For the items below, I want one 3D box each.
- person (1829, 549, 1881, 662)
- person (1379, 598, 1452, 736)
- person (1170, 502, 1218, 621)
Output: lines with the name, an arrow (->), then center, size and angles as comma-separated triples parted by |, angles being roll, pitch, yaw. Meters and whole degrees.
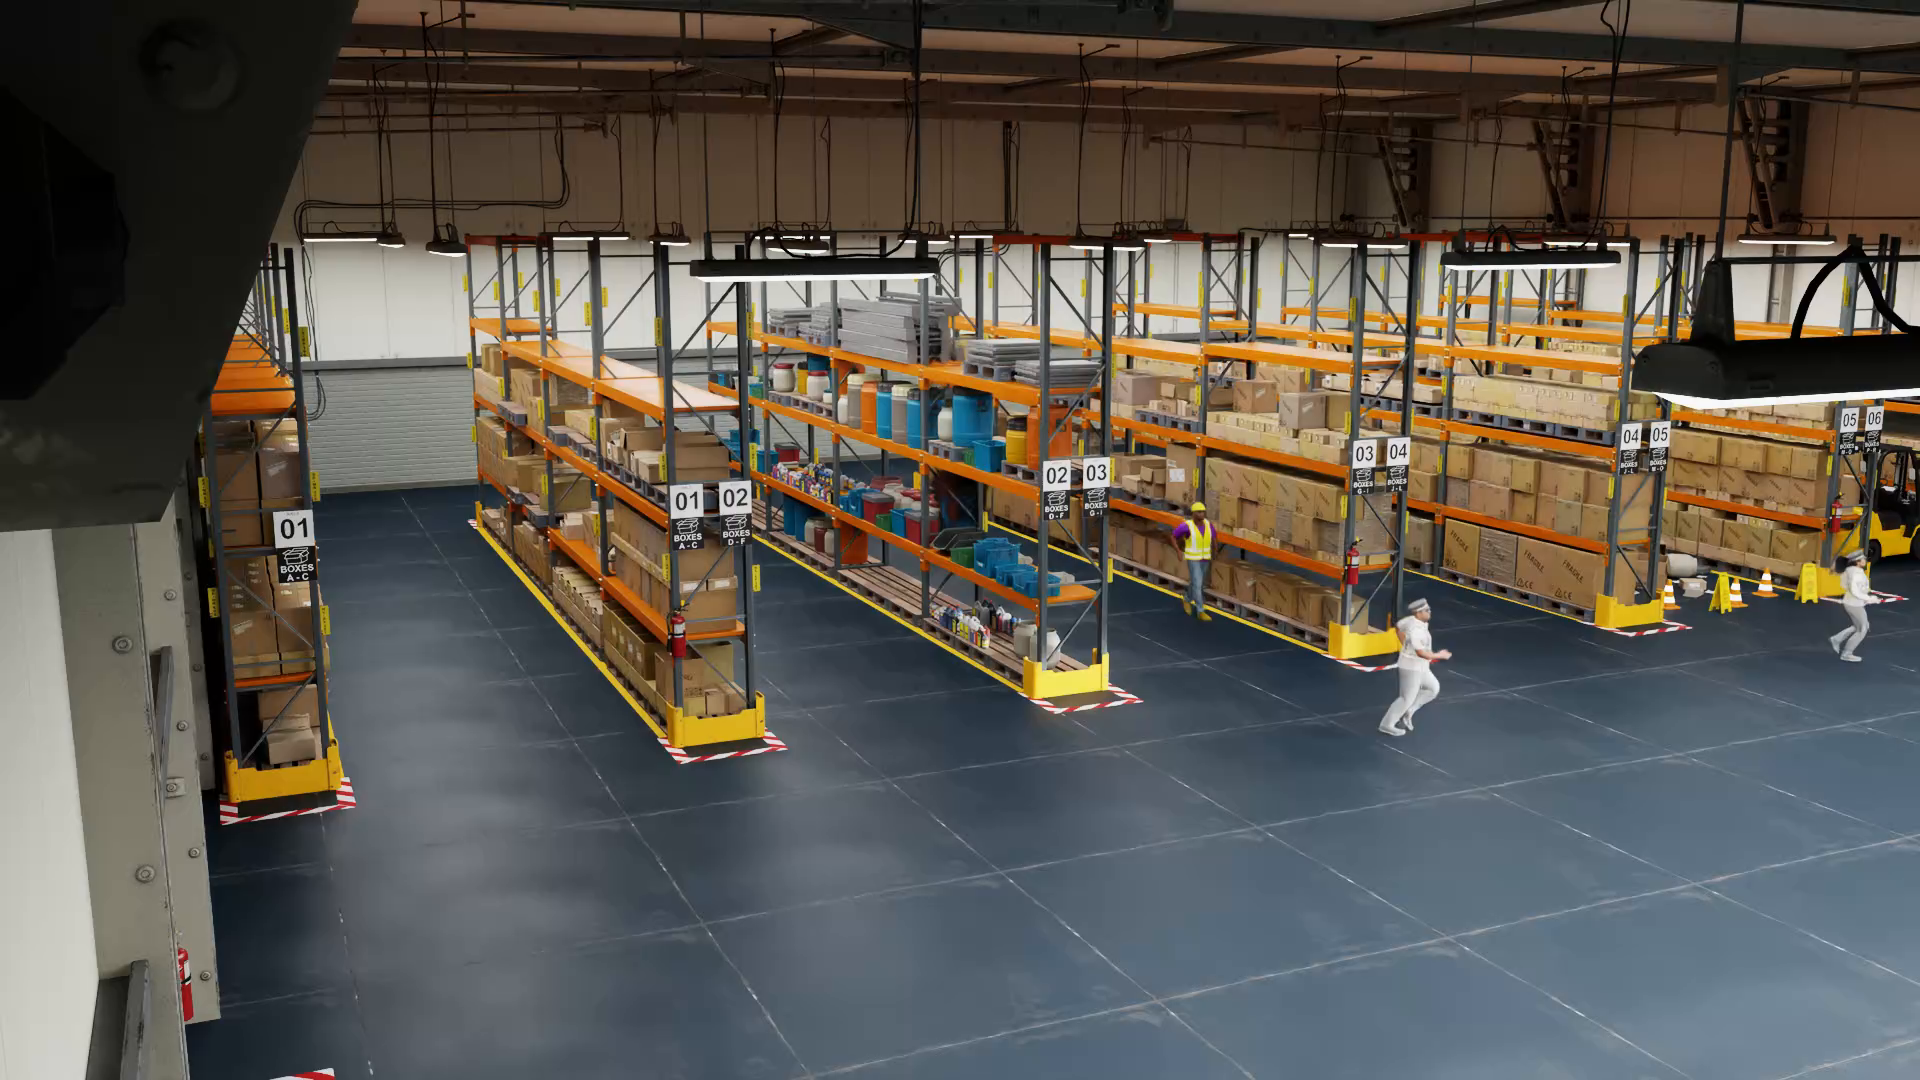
person -> 12.910, 0.935, 23.961 | 0.566, 1.650, 0.610 | 4, 12, 18
person -> 5.623, 1.546, 20.498 | 0.822, 1.738, 0.685 | 3, 11, 14
person -> 3.618, 0.321, 25.346 | 0.723, 1.810, 0.894 | -5, 12, -25
